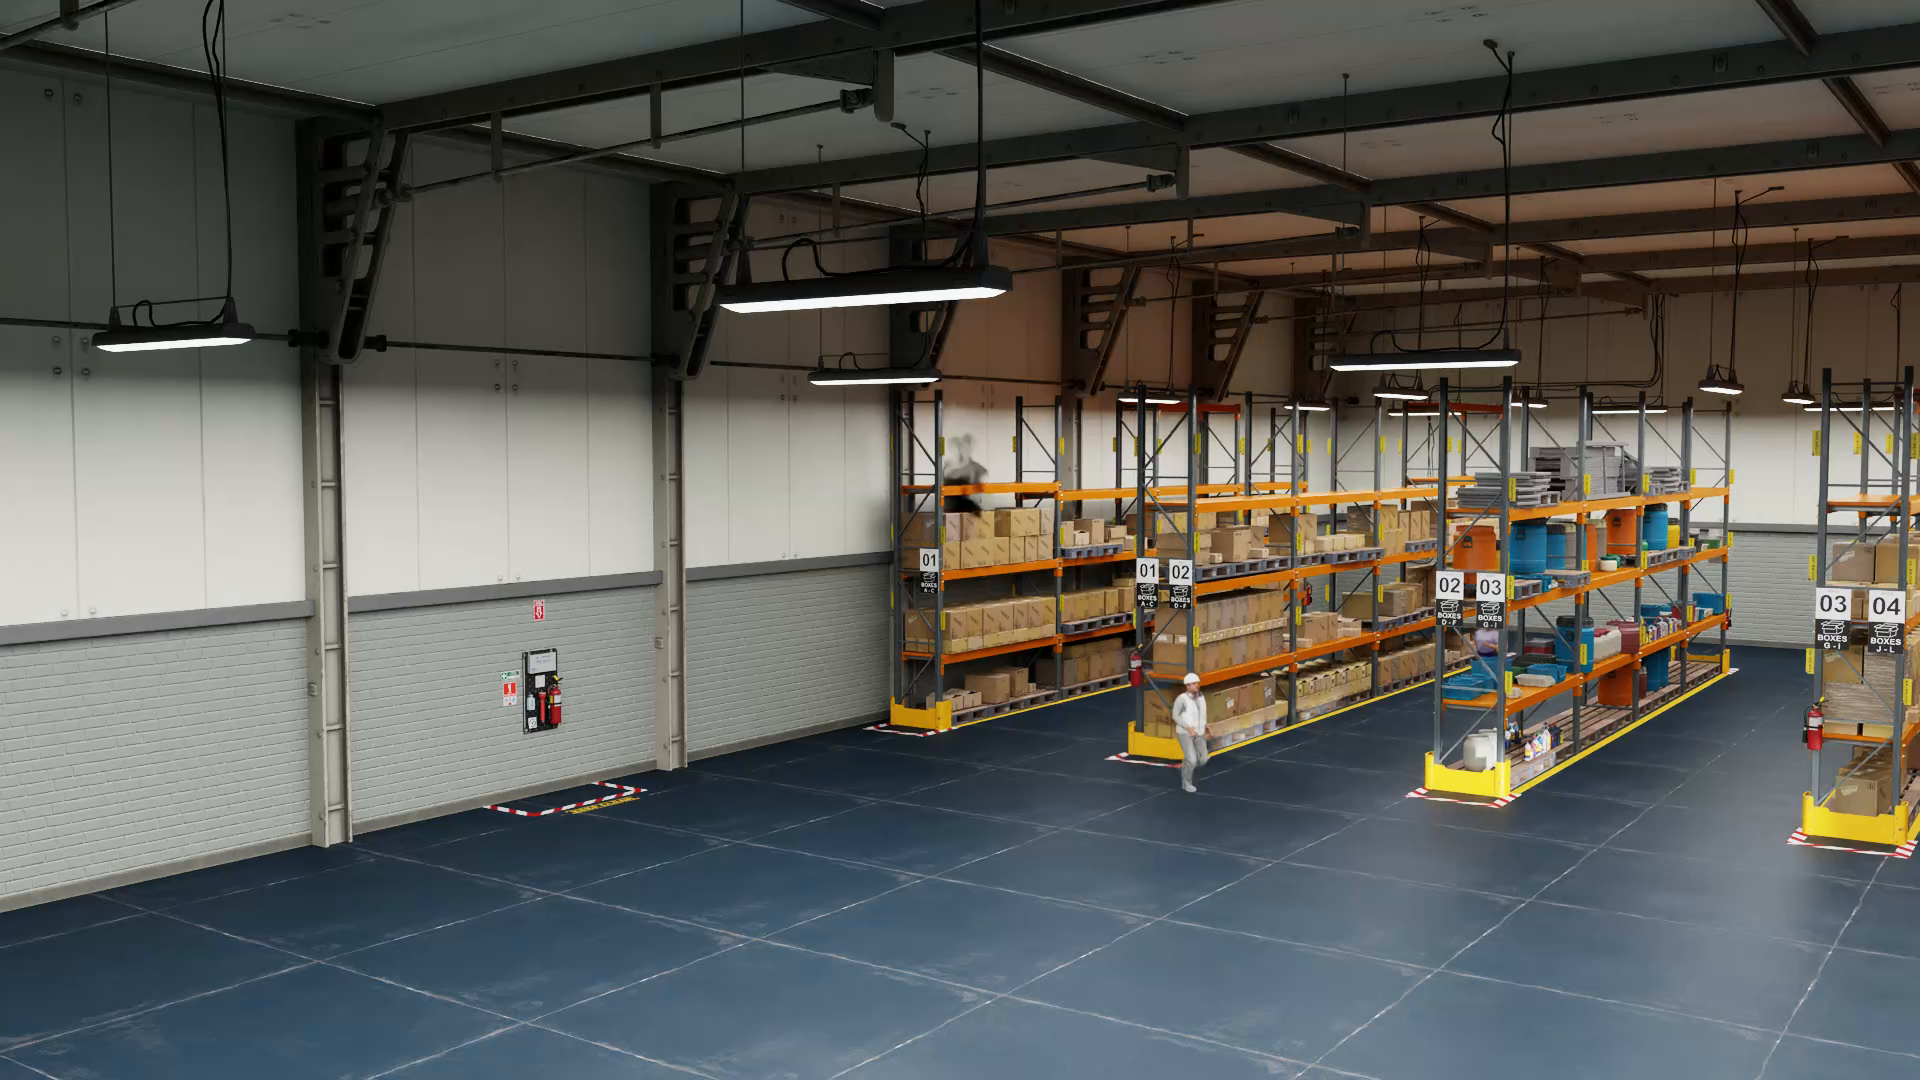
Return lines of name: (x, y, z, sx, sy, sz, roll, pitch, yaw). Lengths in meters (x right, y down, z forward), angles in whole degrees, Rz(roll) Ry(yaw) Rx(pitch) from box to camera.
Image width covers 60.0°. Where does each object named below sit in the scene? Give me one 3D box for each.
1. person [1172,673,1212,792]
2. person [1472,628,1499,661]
person: (3.363, 2.788, 24.159, 0.636, 1.722, 0.619, -2, 4, -32)
person: (10.264, 2.347, 32.429, 0.589, 1.688, 0.830, 2, 4, 30)
